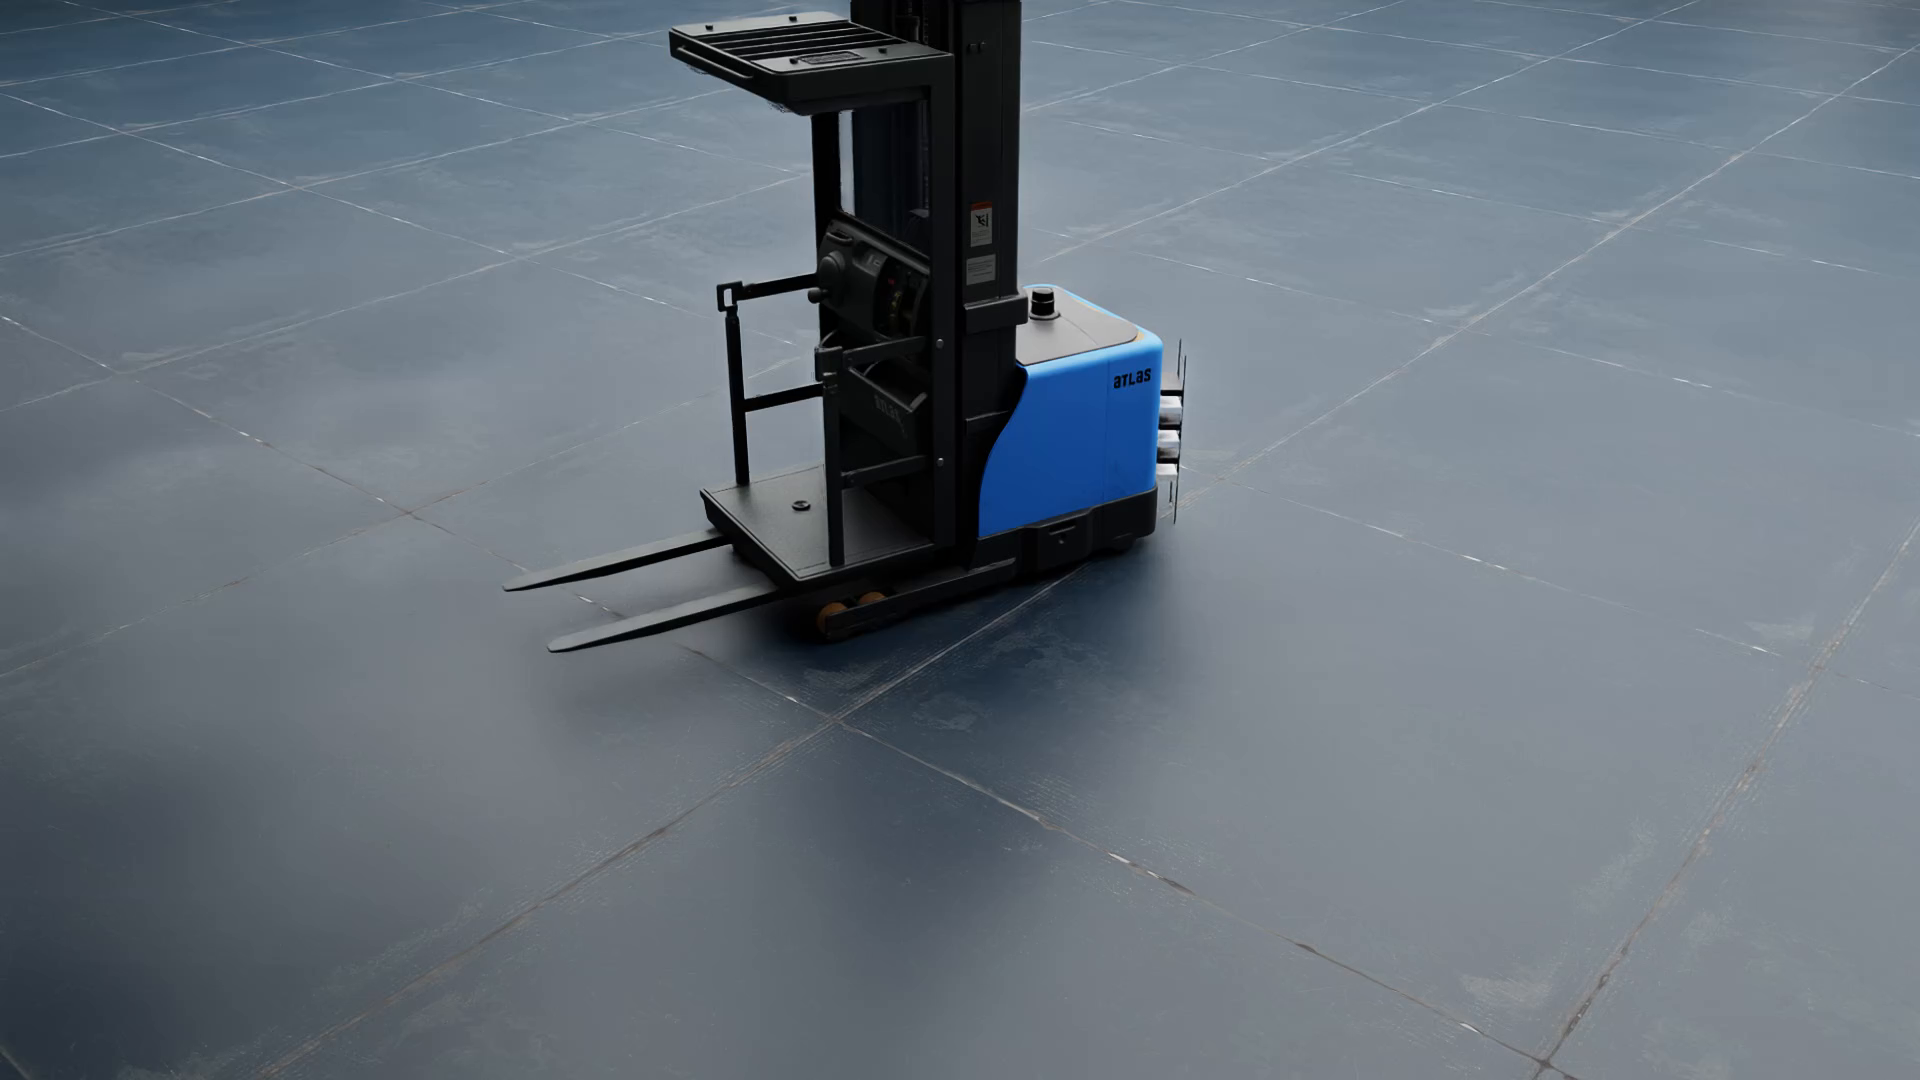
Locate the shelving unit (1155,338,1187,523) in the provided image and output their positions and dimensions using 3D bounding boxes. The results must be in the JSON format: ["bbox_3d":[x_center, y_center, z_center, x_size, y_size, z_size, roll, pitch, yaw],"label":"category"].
[{"bbox_3d":[0.987,-0.543,8.316,0.210,0.900,0.258,0,27,0],"label":"shelving unit"}]

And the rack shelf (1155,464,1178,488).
[{"bbox_3d":[0.987,-0.352,8.412,0.200,0.077,0.258,0,27,0],"label":"rack shelf"}]

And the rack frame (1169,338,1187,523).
[{"bbox_3d":[1.089,-0.542,8.316,0.006,0.900,0.240,0,27,0],"label":"rack frame"}]

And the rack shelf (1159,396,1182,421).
[{"bbox_3d":[0.987,-0.674,8.250,0.200,0.077,0.258,0,27,0],"label":"rack shelf"}]

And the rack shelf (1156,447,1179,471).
[{"bbox_3d":[0.987,-0.432,8.372,0.200,0.077,0.258,0,27,0],"label":"rack shelf"}]

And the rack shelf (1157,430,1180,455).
[{"bbox_3d":[0.987,-0.513,8.331,0.200,0.077,0.258,0,27,0],"label":"rack shelf"}]

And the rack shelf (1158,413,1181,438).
[{"bbox_3d":[0.987,-0.593,8.291,0.200,0.077,0.258,0,27,0],"label":"rack shelf"}]

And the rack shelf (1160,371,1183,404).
[{"bbox_3d":[0.987,-0.754,8.210,0.200,0.077,0.258,0,27,0],"label":"rack shelf"}]

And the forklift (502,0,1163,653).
[{"bbox_3d":[-0.565,-1.130,7.245,3.031,2.935,1.130,-15,31,-27],"label":"forklift"}]
